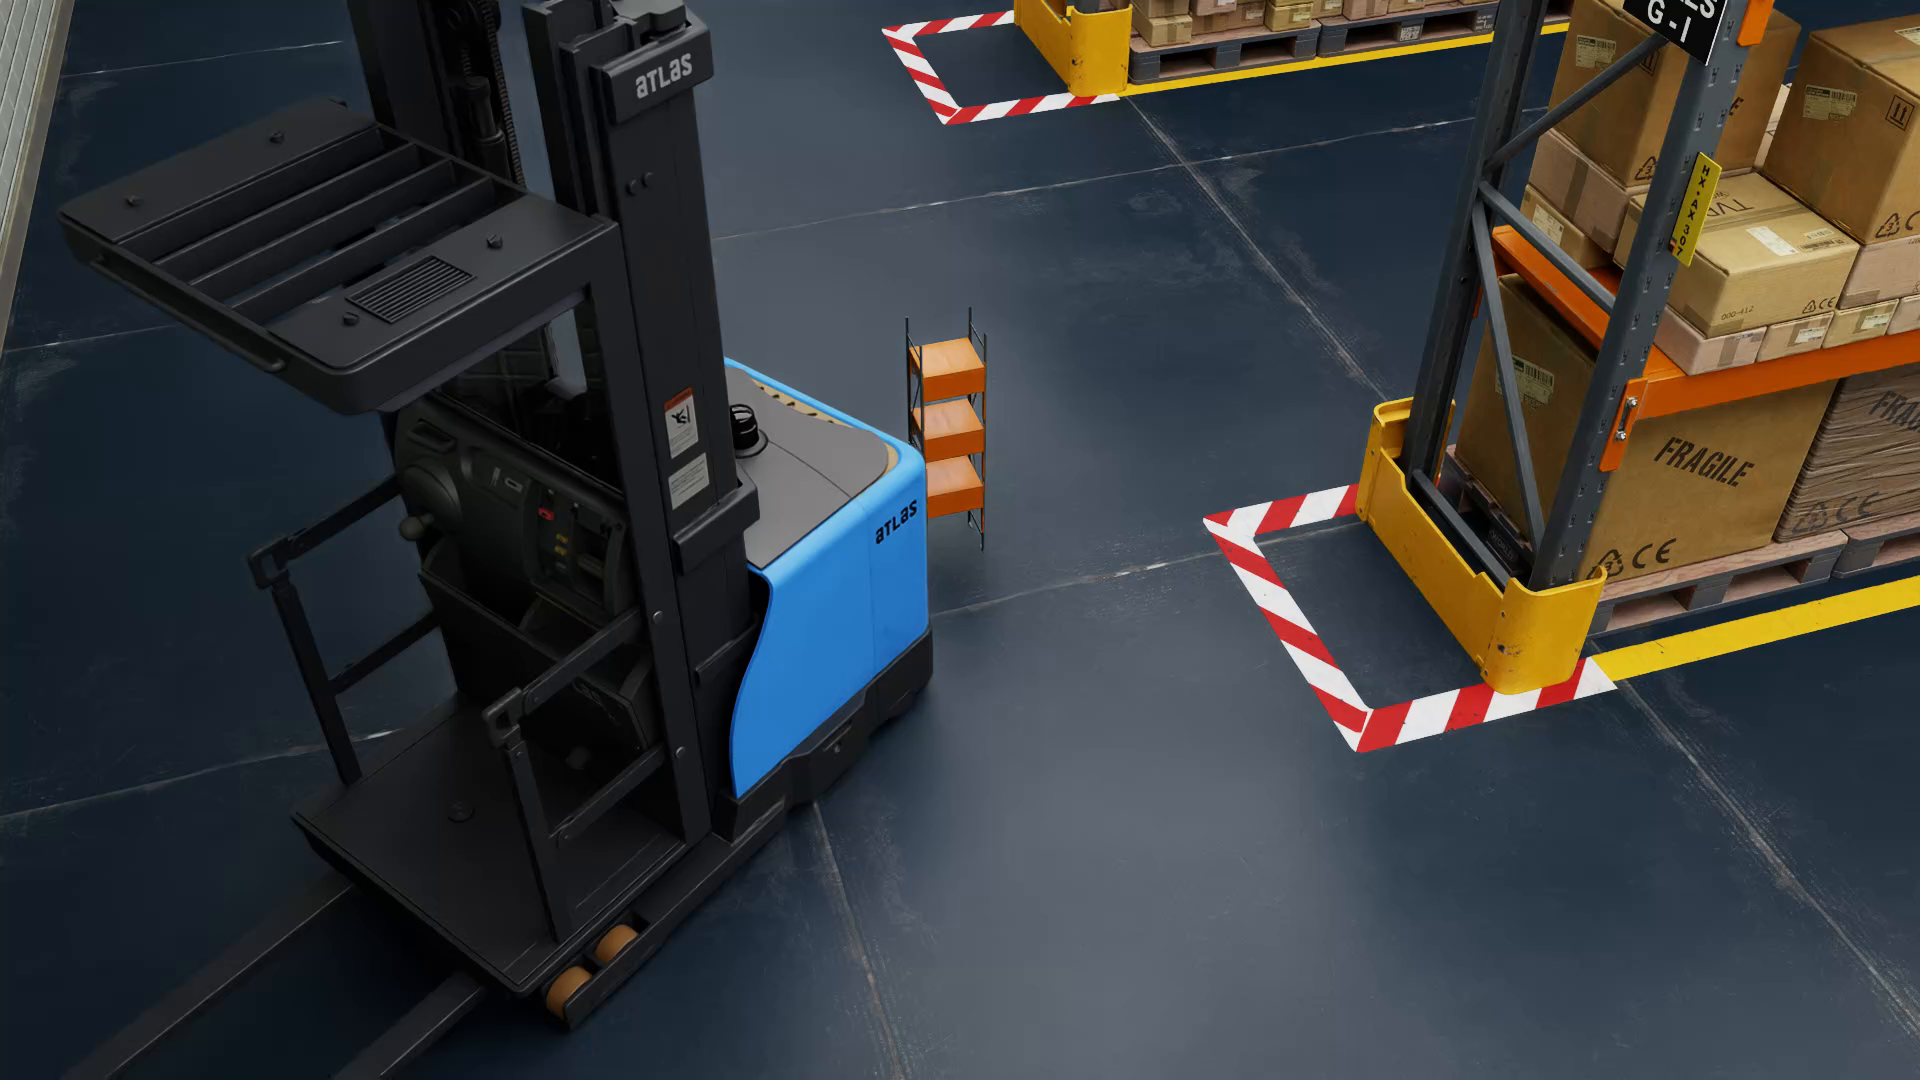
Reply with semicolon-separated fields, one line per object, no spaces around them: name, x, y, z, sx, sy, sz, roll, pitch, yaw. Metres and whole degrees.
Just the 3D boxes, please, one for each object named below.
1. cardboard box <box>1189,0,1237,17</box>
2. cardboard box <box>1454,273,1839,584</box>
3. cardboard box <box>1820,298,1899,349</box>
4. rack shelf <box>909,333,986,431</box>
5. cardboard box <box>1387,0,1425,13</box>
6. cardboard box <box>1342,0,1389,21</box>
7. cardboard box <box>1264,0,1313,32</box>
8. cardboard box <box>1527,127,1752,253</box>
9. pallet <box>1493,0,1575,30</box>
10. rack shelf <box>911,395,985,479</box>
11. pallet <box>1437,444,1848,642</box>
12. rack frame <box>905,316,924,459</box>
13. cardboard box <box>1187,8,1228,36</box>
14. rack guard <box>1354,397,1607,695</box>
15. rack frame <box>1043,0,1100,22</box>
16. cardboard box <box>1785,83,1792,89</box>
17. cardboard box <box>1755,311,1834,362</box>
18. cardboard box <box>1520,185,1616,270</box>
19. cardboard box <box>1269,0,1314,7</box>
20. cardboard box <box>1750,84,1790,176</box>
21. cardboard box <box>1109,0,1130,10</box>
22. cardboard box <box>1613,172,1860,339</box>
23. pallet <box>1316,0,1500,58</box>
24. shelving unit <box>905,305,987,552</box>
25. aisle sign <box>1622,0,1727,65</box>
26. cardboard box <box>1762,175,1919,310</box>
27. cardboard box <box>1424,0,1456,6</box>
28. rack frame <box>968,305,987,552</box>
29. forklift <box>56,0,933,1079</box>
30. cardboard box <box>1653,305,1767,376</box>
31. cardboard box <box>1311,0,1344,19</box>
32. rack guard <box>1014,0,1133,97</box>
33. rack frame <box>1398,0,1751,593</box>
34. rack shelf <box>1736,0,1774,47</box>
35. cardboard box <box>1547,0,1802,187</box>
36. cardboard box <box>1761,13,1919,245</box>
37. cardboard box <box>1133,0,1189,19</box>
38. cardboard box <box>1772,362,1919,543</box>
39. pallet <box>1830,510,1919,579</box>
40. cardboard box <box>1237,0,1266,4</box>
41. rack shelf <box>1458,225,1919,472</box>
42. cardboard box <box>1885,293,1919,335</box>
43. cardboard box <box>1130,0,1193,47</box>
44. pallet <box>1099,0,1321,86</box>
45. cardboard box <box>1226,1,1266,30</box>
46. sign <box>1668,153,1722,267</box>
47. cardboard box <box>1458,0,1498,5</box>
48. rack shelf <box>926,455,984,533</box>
cardboard box;1.443;-3.246;9.807;0.250;0.149;0.380;-12;43;-13
cardboard box;2.568;-0.490;6.327;0.875;0.875;0.875;-12;42;-13
cardboard box;2.907;-0.826;5.607;0.250;0.149;0.380;-13;43;-14
rack shelf;-0.051;-0.591;6.213;0.240;0.259;0.215;-12;42;-13
cardboard box;2.655;-3.389;10.197;0.250;0.149;0.380;-12;42;-13
cardboard box;2.399;-3.318;10.116;0.250;0.149;0.380;-14;43;-15
cardboard box;1.920;-3.213;9.996;0.250;0.149;0.380;-11;42;-13
cardboard box;2.364;-1.273;5.815;0.500;0.250;0.500;-12;43;-14
pallet;3.773;-3.673;10.794;1.213;0.211;1.003;-12;42;-13
rack shelf;-0.051;-0.377;6.399;0.240;0.259;0.215;-12;42;-13
pallet;2.720;-0.112;6.718;1.213;0.211;1.003;-12;42;-13
rack frame;-0.167;-0.361;6.365;0.008;1.050;0.200;-12;42;-13
cardboard box;1.409;-3.178;9.956;0.250;0.149;0.380;-12;43;-13
rack guard;1.958;-0.009;6.380;0.348;0.500;1.175;-12;42;-13
rack frame;0.588;-4.088;9.149;0.127;3.000;1.000;-12;42;-13
cardboard box;3.333;-1.474;6.045;0.500;0.250;0.500;-13;43;-15
cardboard box;2.663;-0.775;5.548;0.250;0.149;0.380;-12;43;-14
cardboard box;2.222;-1.138;5.963;0.250;0.149;0.380;-11;42;-12
cardboard box;1.927;-3.332;9.906;0.250;0.149;0.380;-10;42;-12
cardboard box;2.848;-1.373;5.929;0.500;0.250;0.500;-12;43;-14
cardboard box;1.027;-3.407;10.218;0.250;0.149;0.380;-11;42;-12
cardboard box;2.520;-0.936;5.430;0.500;0.250;0.500;-13;43;-14
pallet;2.607;-3.430;10.515;1.213;0.211;1.003;-12;42;-13
shelving unit;-0.051;-0.385;6.392;0.252;1.050;0.215;-12;42;-13
aisle sign;2.003;-1.732;4.476;0.004;0.787;0.394;-12;42;-13
cardboard box;3.014;-1.043;5.552;0.500;0.250;0.500;-12;43;-14
cardboard box;2.875;-3.458;10.275;0.250;0.149;0.380;-11;42;-12
rack frame;0.065;-0.409;6.420;0.008;1.050;0.200;-12;42;-13
forklift;-1.395;-0.008;4.531;1.130;2.935;3.031;27;48;27
cardboard box;2.419;-0.724;5.489;0.250;0.149;0.380;-11;42;-13
cardboard box;2.135;-3.323;10.122;0.250;0.149;0.380;-12;42;-13
rack guard;0.660;-3.161;9.989;0.348;0.500;1.175;-12;42;-13
rack frame;1.981;-0.955;5.564;0.127;3.000;1.000;-12;42;-13
rack shelf;3.889;-2.209;5.266;4.000;0.370;1.077;-12;42;-13
cardboard box;2.367;-1.554;5.567;0.500;0.500;0.500;-11;42;-13
cardboard box;2.997;-1.317;5.296;0.500;0.500;0.500;-13;43;-14
cardboard box;1.165;-3.227;9.785;0.250;0.149;0.380;-10;42;-11
cardboard box;3.436;-0.670;6.532;0.875;0.875;0.875;-12;42;-13
pallet;3.882;-0.351;6.991;1.213;0.211;1.003;-12;42;-13
cardboard box;1.650;-3.349;9.925;0.250;0.149;0.380;-11;42;-13
rack shelf;3.889;-1.080;6.253;4.000;0.370;1.077;-12;42;-13
cardboard box;3.156;-0.878;5.666;0.250;0.149;0.380;-12;43;-14
cardboard box;1.184;-3.075;9.837;0.250;0.149;0.380;-11;42;-12
pallet;1.446;-3.191;10.242;1.213;0.211;1.003;-12;42;-13
cardboard box;1.644;-3.232;10.017;0.250;0.149;0.380;-11;42;-13
sign;2.142;-0.962;4.853;0.005;0.325;0.100;-12;42;-13
cardboard box;3.144;-3.467;10.286;0.250;0.149;0.380;-12;43;-13
rack shelf;-0.051;-0.168;6.582;0.240;0.259;0.215;-12;42;-13
